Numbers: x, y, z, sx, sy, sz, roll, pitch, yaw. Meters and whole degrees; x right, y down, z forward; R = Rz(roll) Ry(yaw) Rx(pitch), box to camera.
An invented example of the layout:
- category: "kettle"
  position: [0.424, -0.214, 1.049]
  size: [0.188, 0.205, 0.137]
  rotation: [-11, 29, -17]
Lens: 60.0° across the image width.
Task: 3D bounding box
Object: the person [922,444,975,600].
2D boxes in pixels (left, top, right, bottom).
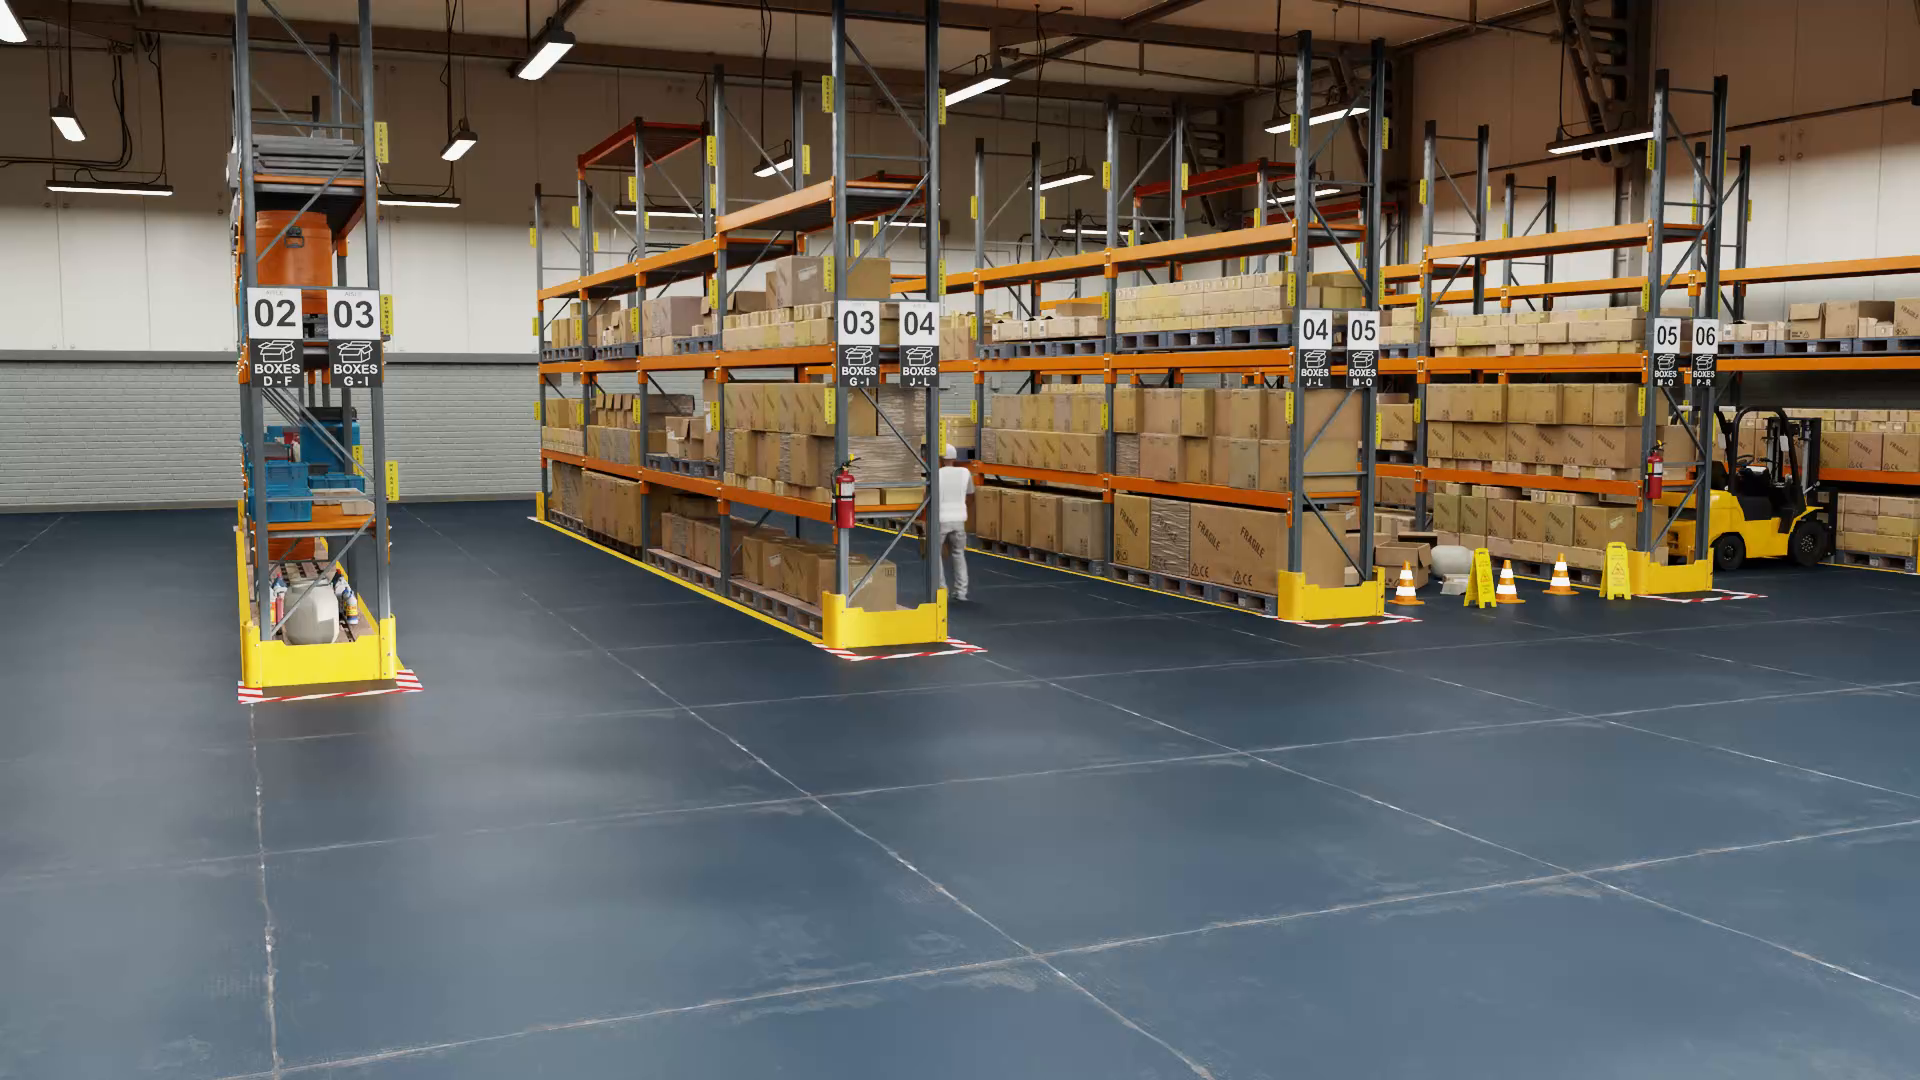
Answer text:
- category: "person"
  position: [-0.151, -0.213, 18.968]
  size: [0.655, 1.768, 0.538]
  rotation: [-2, 6, -21]
